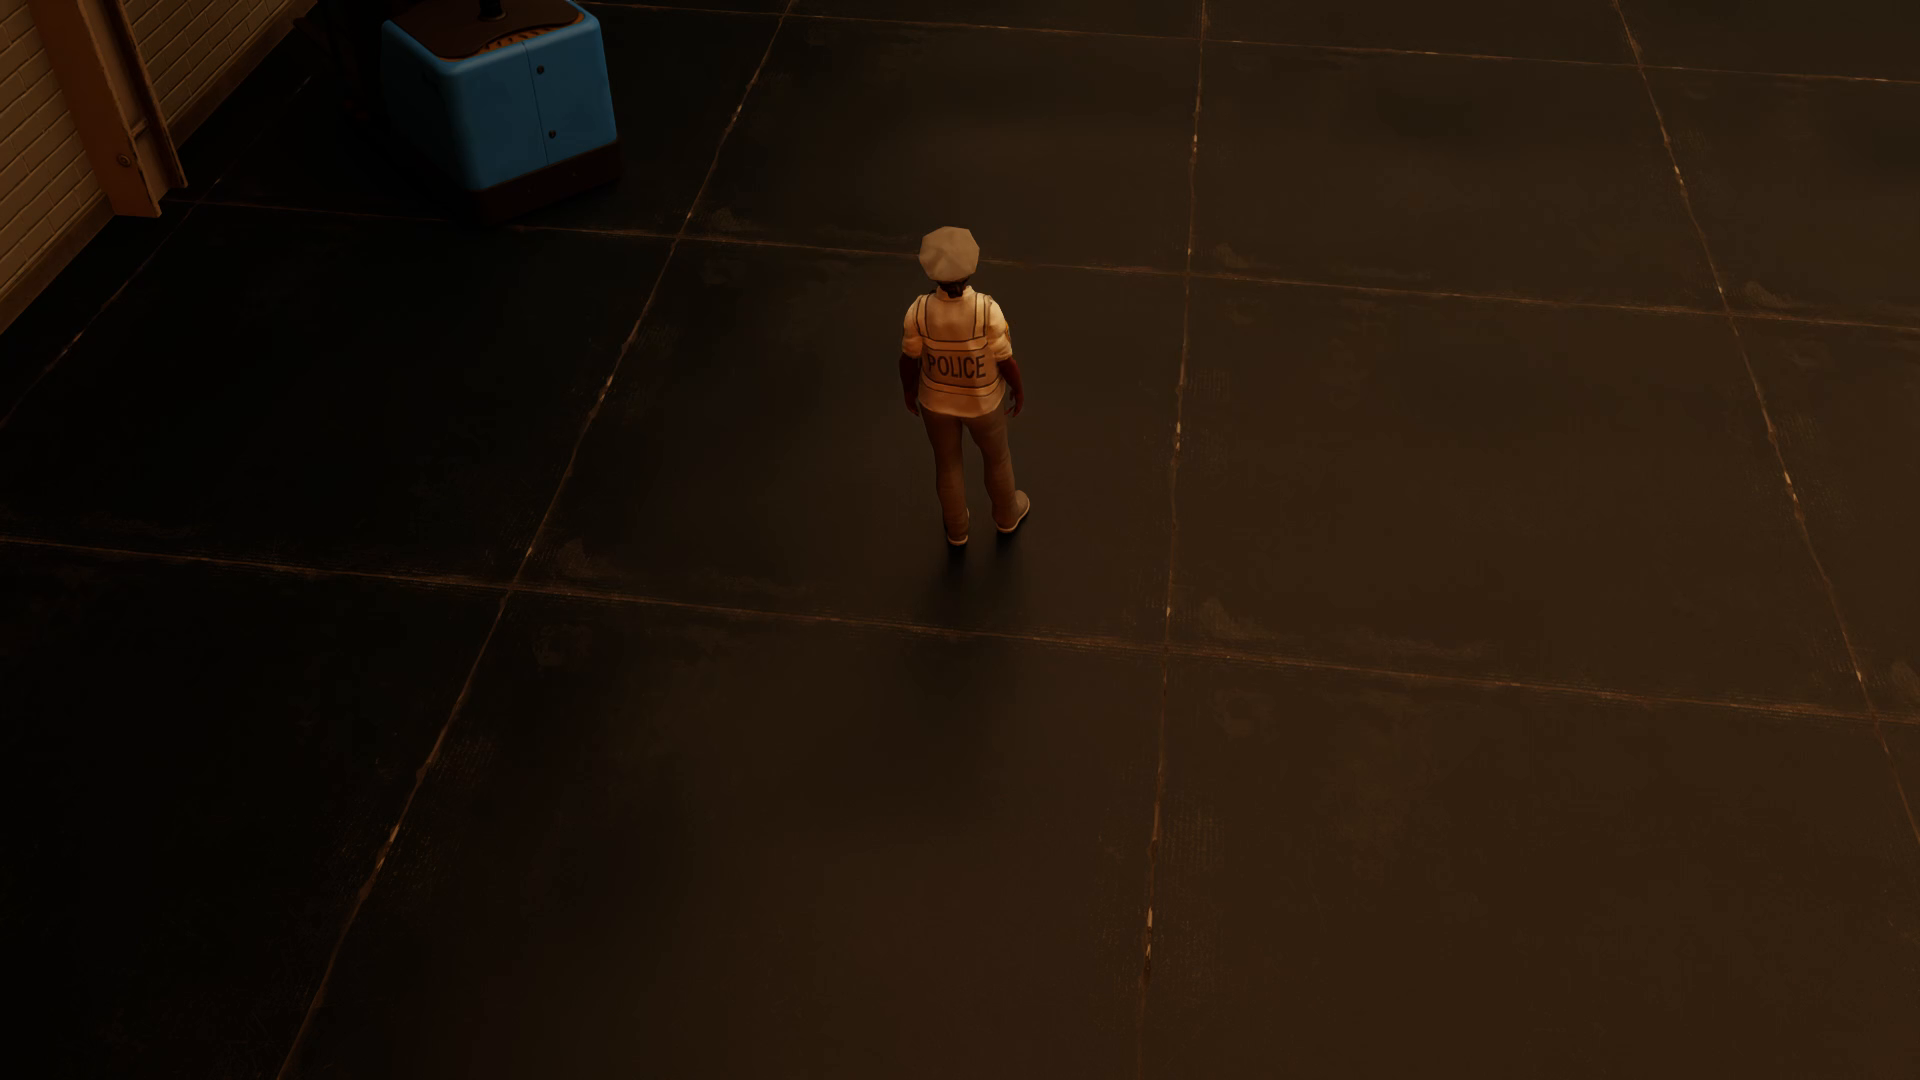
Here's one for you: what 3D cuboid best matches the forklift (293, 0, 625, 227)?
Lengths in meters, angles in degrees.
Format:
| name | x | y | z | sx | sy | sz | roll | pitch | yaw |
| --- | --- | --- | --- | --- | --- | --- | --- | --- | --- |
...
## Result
| name | x | y | z | sx | sy | sz | roll | pitch | yaw |
| --- | --- | --- | --- | --- | --- | --- | --- | --- | --- |
| forklift | -3.386 | -3.854 | 9.920 | 1.130 | 2.935 | 3.031 | -29 | 50 | -28 |

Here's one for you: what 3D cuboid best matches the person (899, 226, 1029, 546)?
| name | x | y | z | sx | sy | sz | roll | pitch | yaw |
| --- | --- | --- | --- | --- | --- | --- | --- | --- | --- |
| person | 0.030 | -0.678 | 7.366 | 0.569 | 1.695 | 0.528 | 5 | 43 | 6 |
